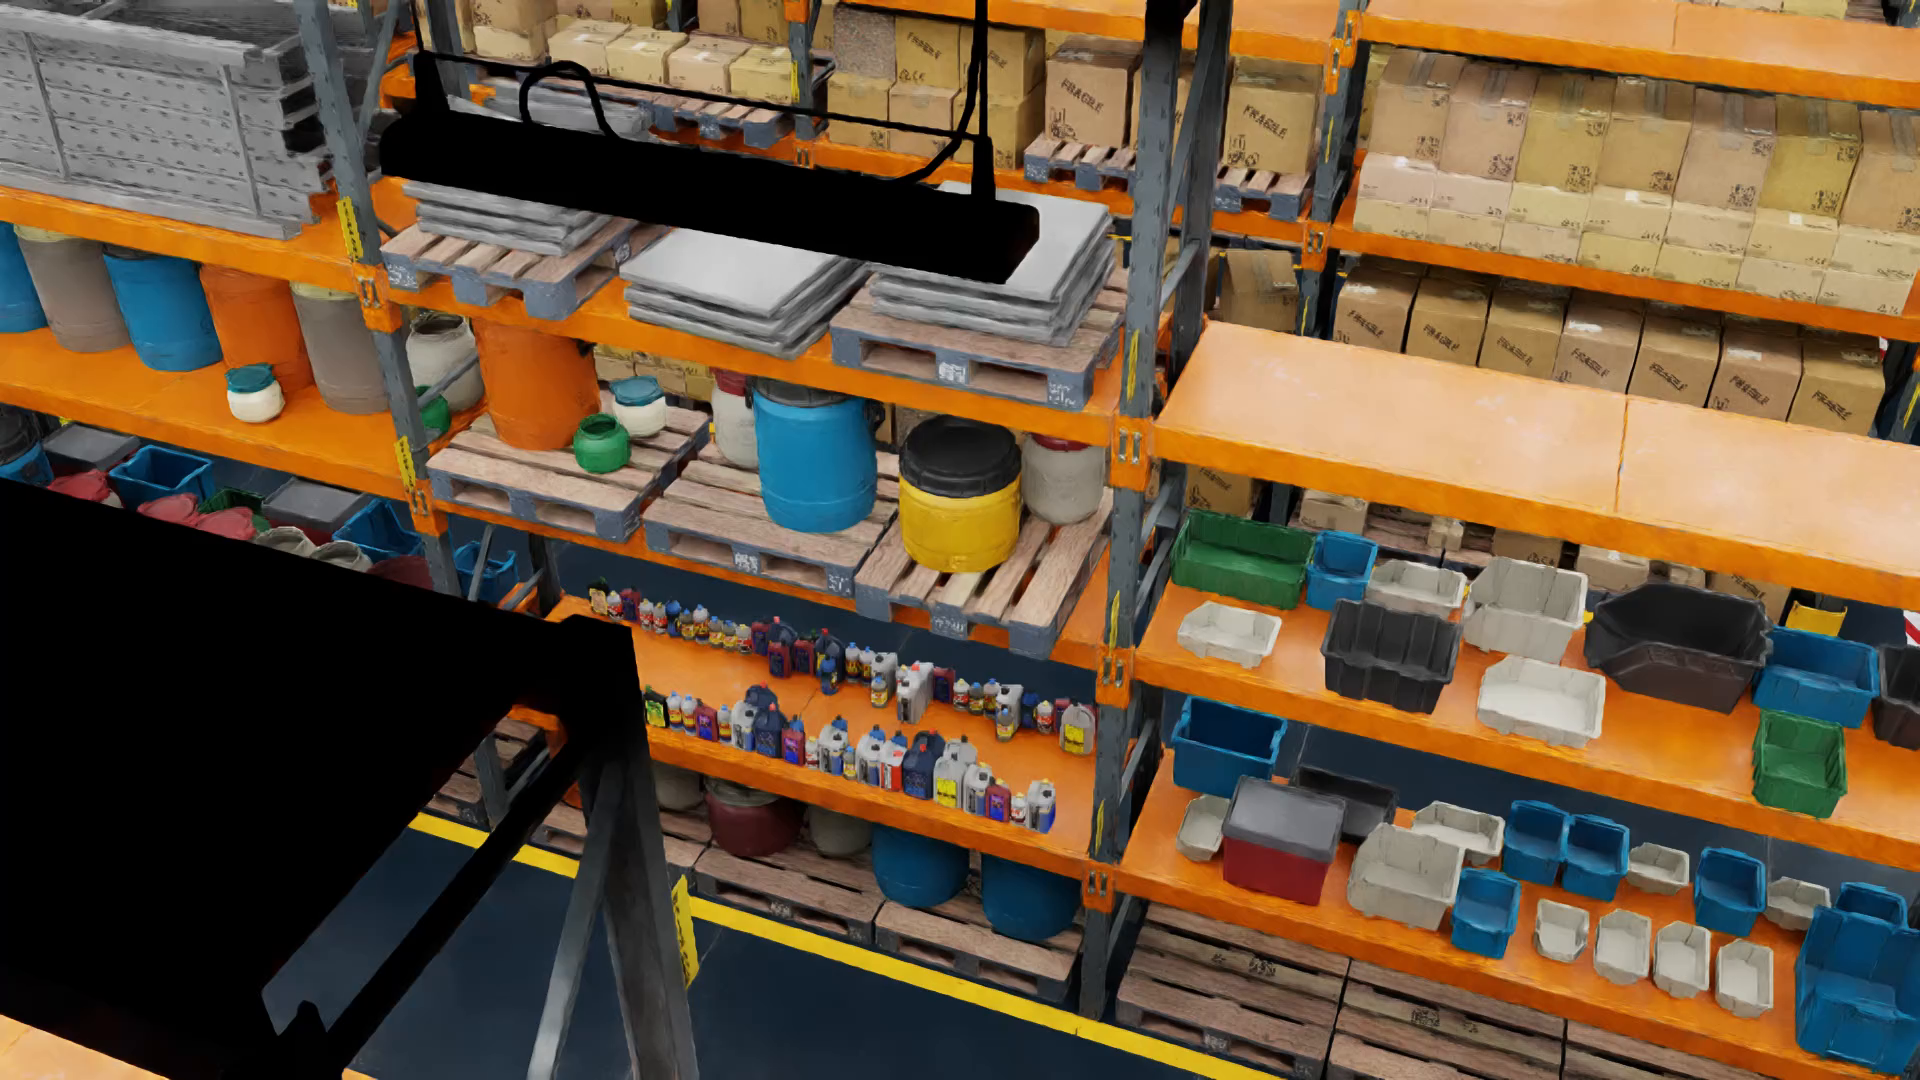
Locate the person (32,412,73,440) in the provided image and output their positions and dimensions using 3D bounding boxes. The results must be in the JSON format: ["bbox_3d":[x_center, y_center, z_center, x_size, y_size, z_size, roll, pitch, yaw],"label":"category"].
[{"bbox_3d":[-7.041,-0.952,13.255,0.578,1.714,0.719,12,38,16],"label":"person"}]
